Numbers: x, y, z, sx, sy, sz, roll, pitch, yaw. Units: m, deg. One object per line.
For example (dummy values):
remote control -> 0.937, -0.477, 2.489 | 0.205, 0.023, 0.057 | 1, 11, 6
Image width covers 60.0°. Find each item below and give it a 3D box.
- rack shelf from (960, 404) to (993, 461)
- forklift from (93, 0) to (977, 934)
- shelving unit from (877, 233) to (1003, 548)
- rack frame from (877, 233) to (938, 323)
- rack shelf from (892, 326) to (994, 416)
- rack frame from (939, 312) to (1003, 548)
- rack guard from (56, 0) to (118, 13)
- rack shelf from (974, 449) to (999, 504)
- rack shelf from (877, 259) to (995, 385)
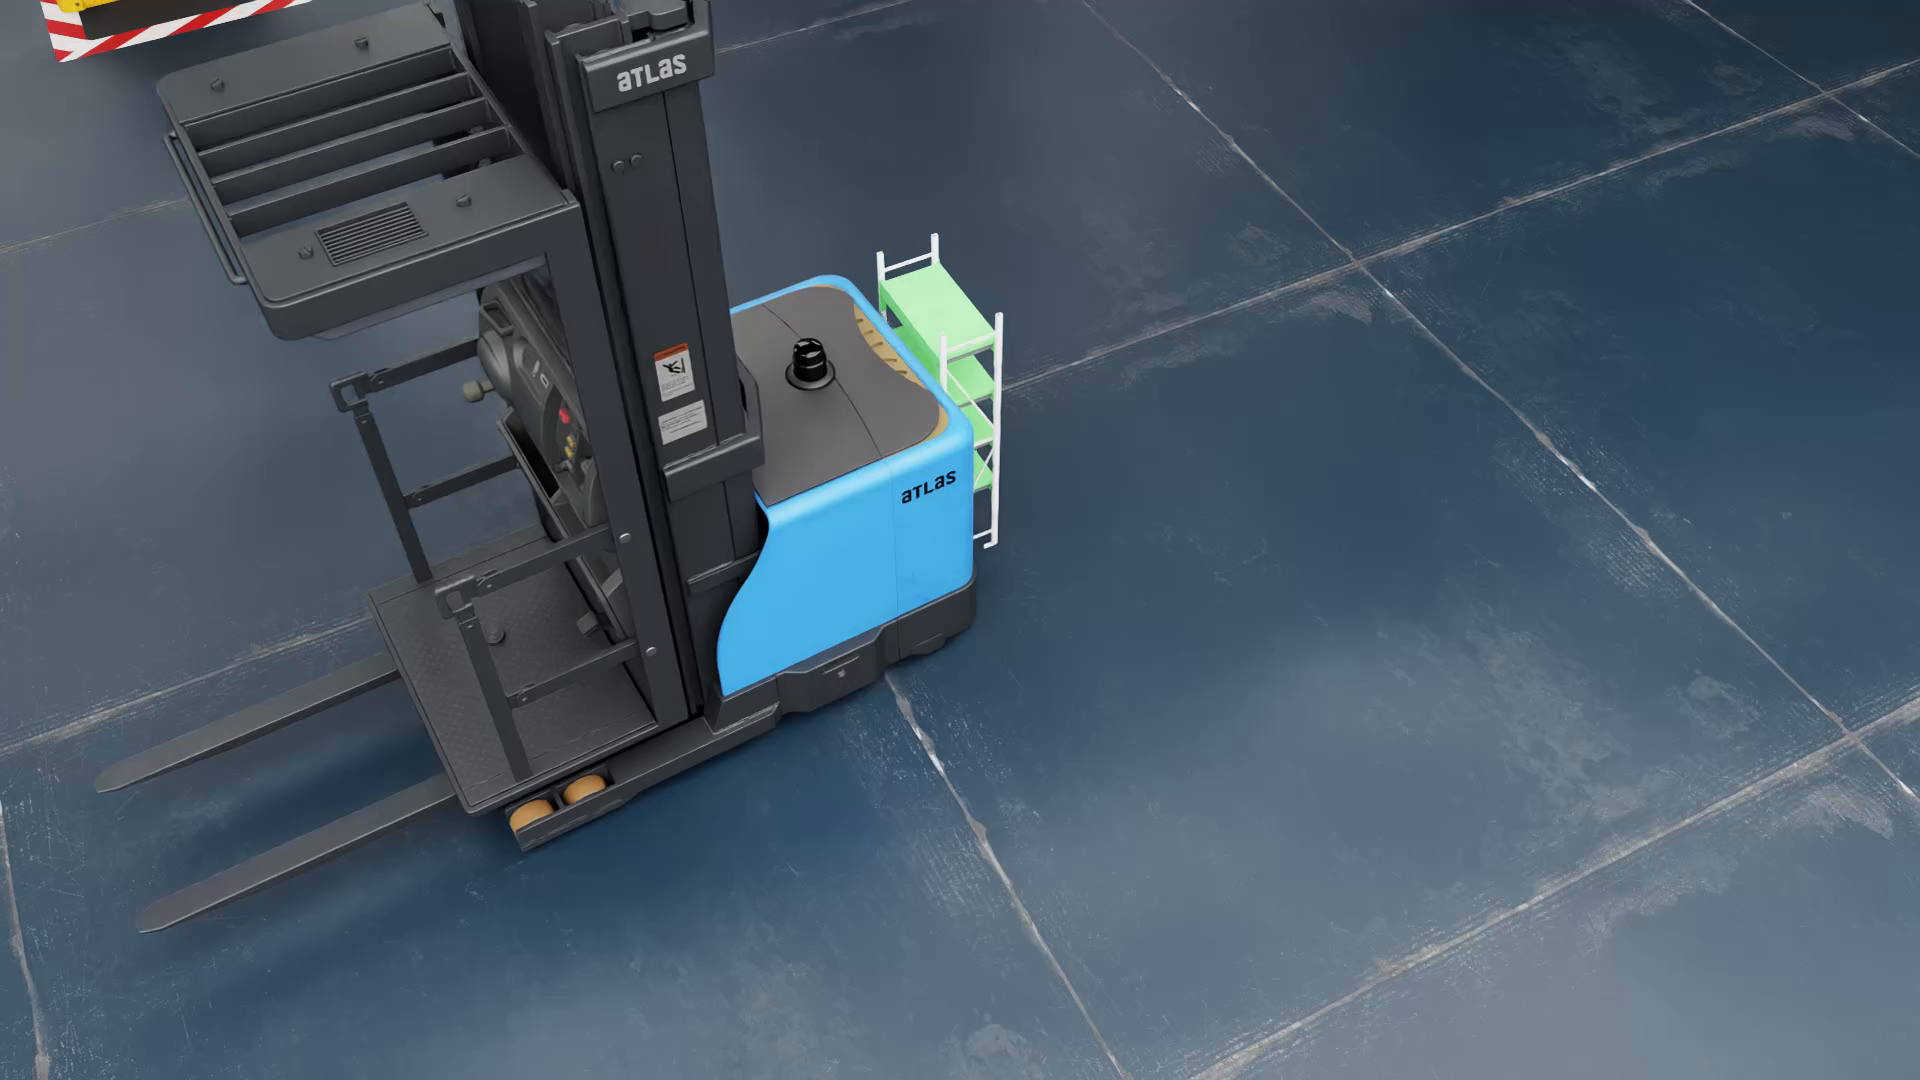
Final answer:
rack shelf -> -0.075, -0.464, 6.336 | 0.258, 0.148, 0.480 | -22, 52, -18
forklift -> -1.467, -0.373, 5.022 | 3.031, 2.935, 1.130 | -24, 53, -20
shelving unit -> -0.075, -0.506, 6.288 | 0.258, 1.200, 0.503 | -22, 52, -18
rack frame -> -0.188, -0.669, 6.430 | 0.240, 1.200, 0.015 | -22, 52, -18
rack shelf -> -0.075, -0.622, 6.156 | 0.258, 0.148, 0.480 | -22, 52, -18
rack frame -> 0.038, -0.344, 6.146 | 0.240, 1.200, 0.015 | -22, 52, -18
rack guard -> -4.515, -3.378, 9.265 | 1.175, 0.500, 0.348 | -21, 52, -18
rack shelf -> -0.075, -0.306, 6.517 | 0.258, 0.148, 0.480 | -22, 52, -18
rack shelf -> -0.075, -0.780, 5.975 | 0.258, 0.148, 0.480 | -22, 52, -18
